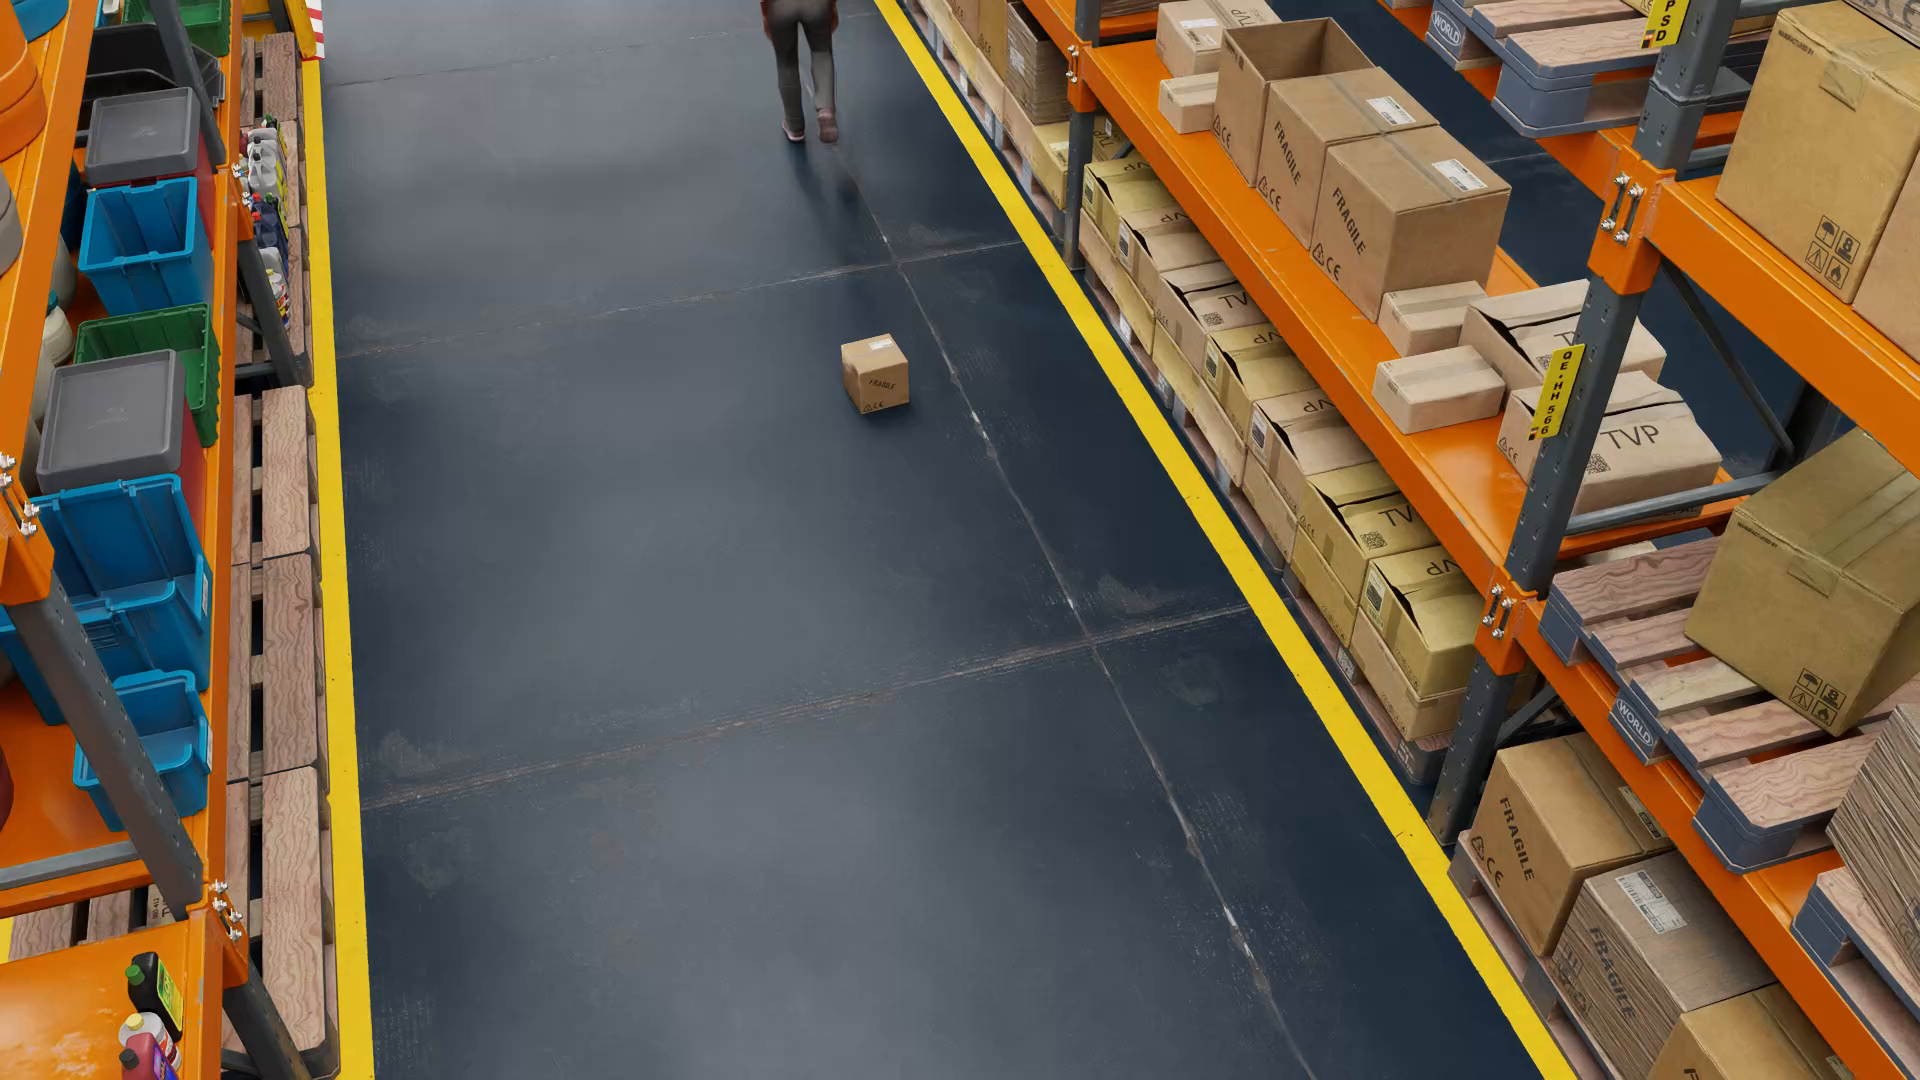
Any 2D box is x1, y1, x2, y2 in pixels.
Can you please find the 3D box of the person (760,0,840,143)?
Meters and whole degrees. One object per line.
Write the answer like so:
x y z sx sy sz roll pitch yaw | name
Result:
-0.910 -3.001 9.415 0.456 1.647 0.549 -10 43 -11 | person
